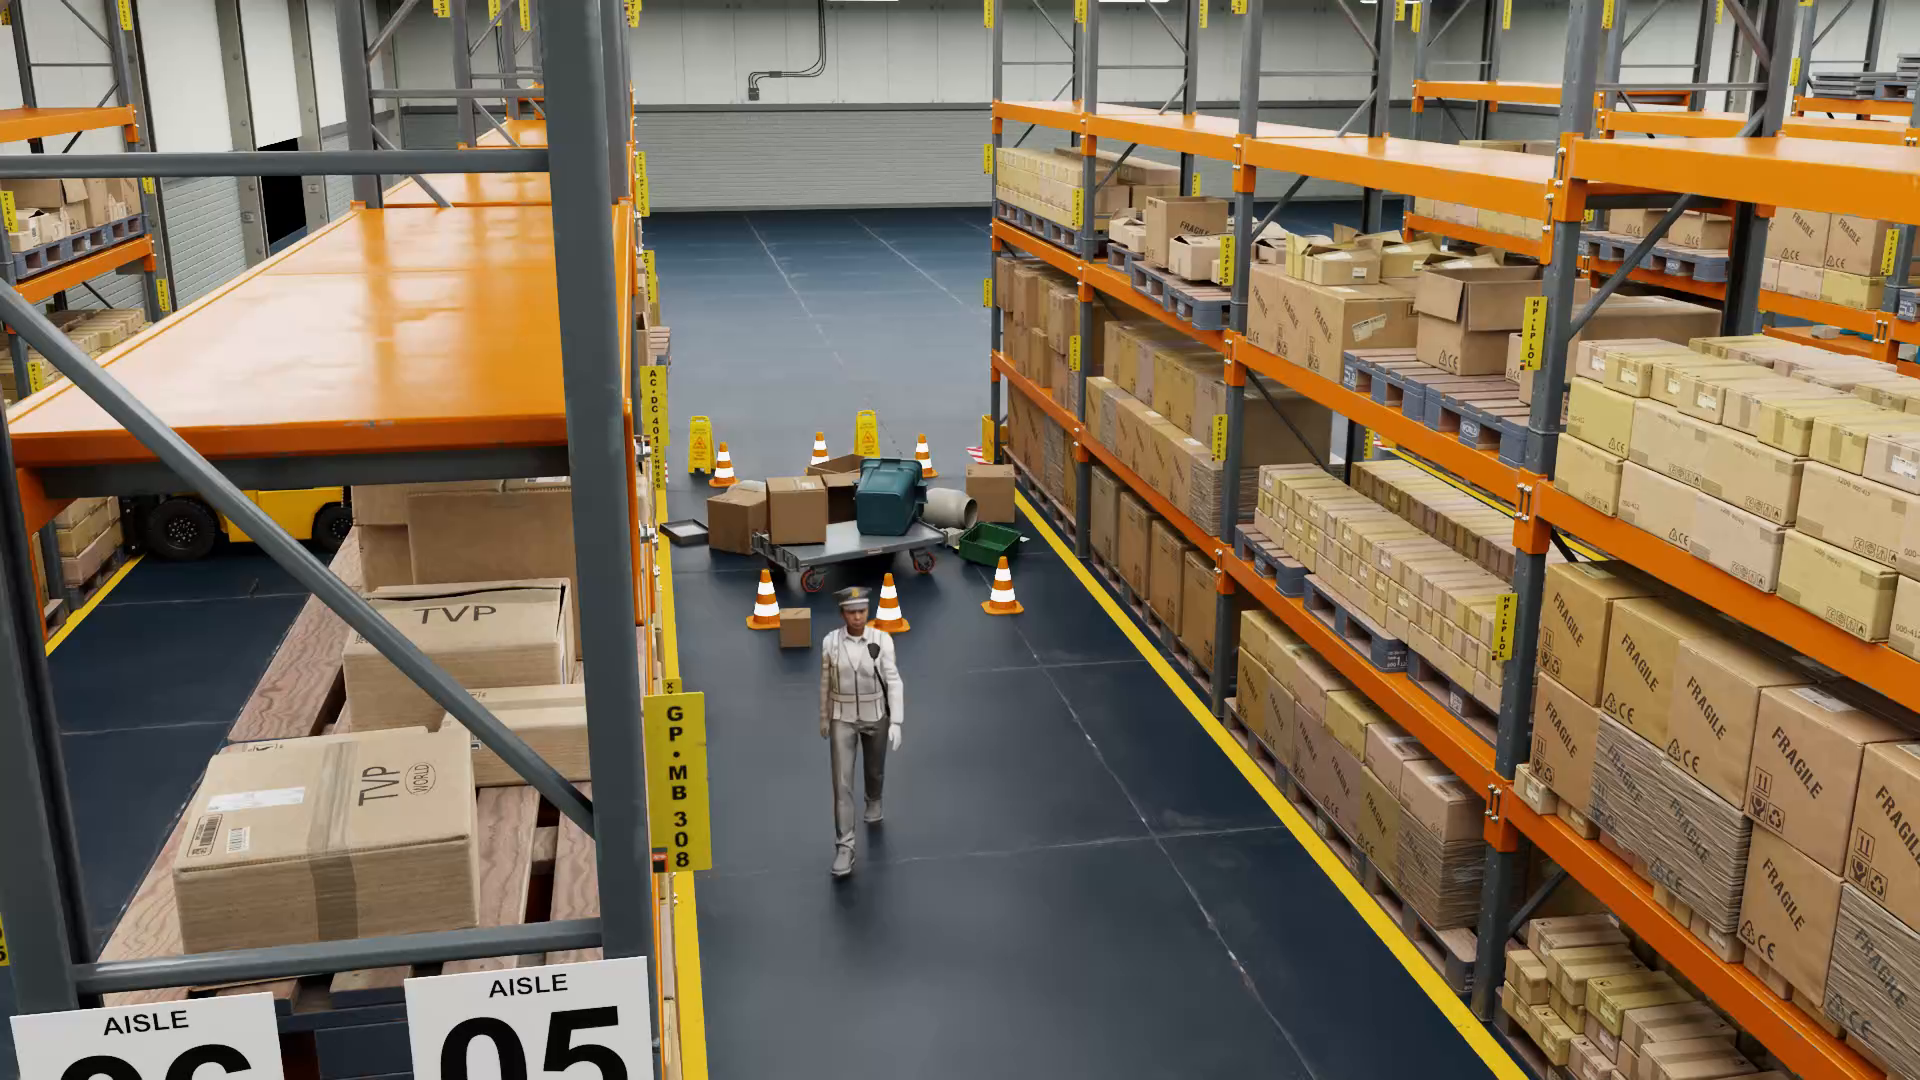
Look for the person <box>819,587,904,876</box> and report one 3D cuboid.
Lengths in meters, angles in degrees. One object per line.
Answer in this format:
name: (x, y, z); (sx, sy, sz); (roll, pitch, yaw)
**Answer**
person: (-0.589, 1.067, 9.874); (0.511, 1.638, 0.960); (-1, 16, -3)
